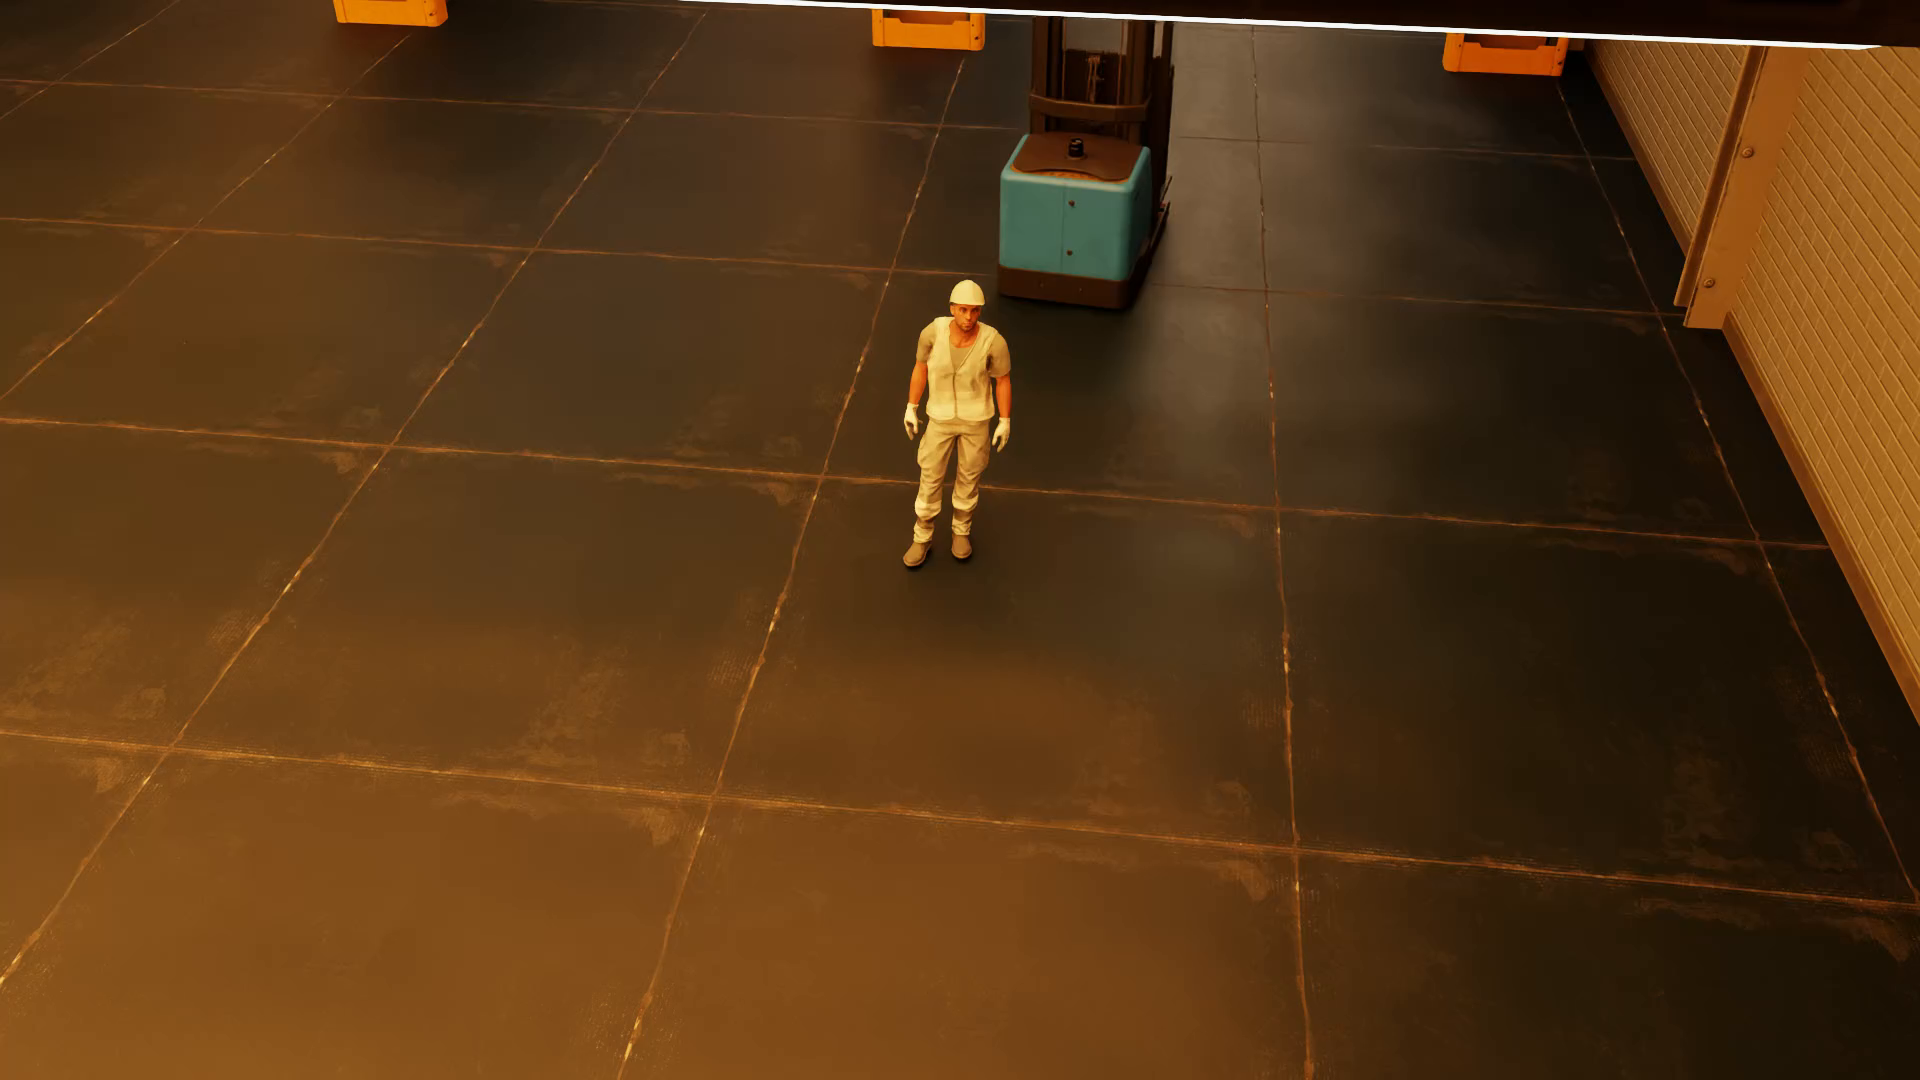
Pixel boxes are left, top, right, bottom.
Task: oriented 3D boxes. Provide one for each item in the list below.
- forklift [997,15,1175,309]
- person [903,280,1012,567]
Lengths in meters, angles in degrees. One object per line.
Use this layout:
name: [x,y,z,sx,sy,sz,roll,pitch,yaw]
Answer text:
forklift: [1.163,-3.831,13.226,1.130,2.935,3.031,9,37,12]
person: [-0.022,-0.680,9.902,0.637,1.787,0.564,4,37,6]
